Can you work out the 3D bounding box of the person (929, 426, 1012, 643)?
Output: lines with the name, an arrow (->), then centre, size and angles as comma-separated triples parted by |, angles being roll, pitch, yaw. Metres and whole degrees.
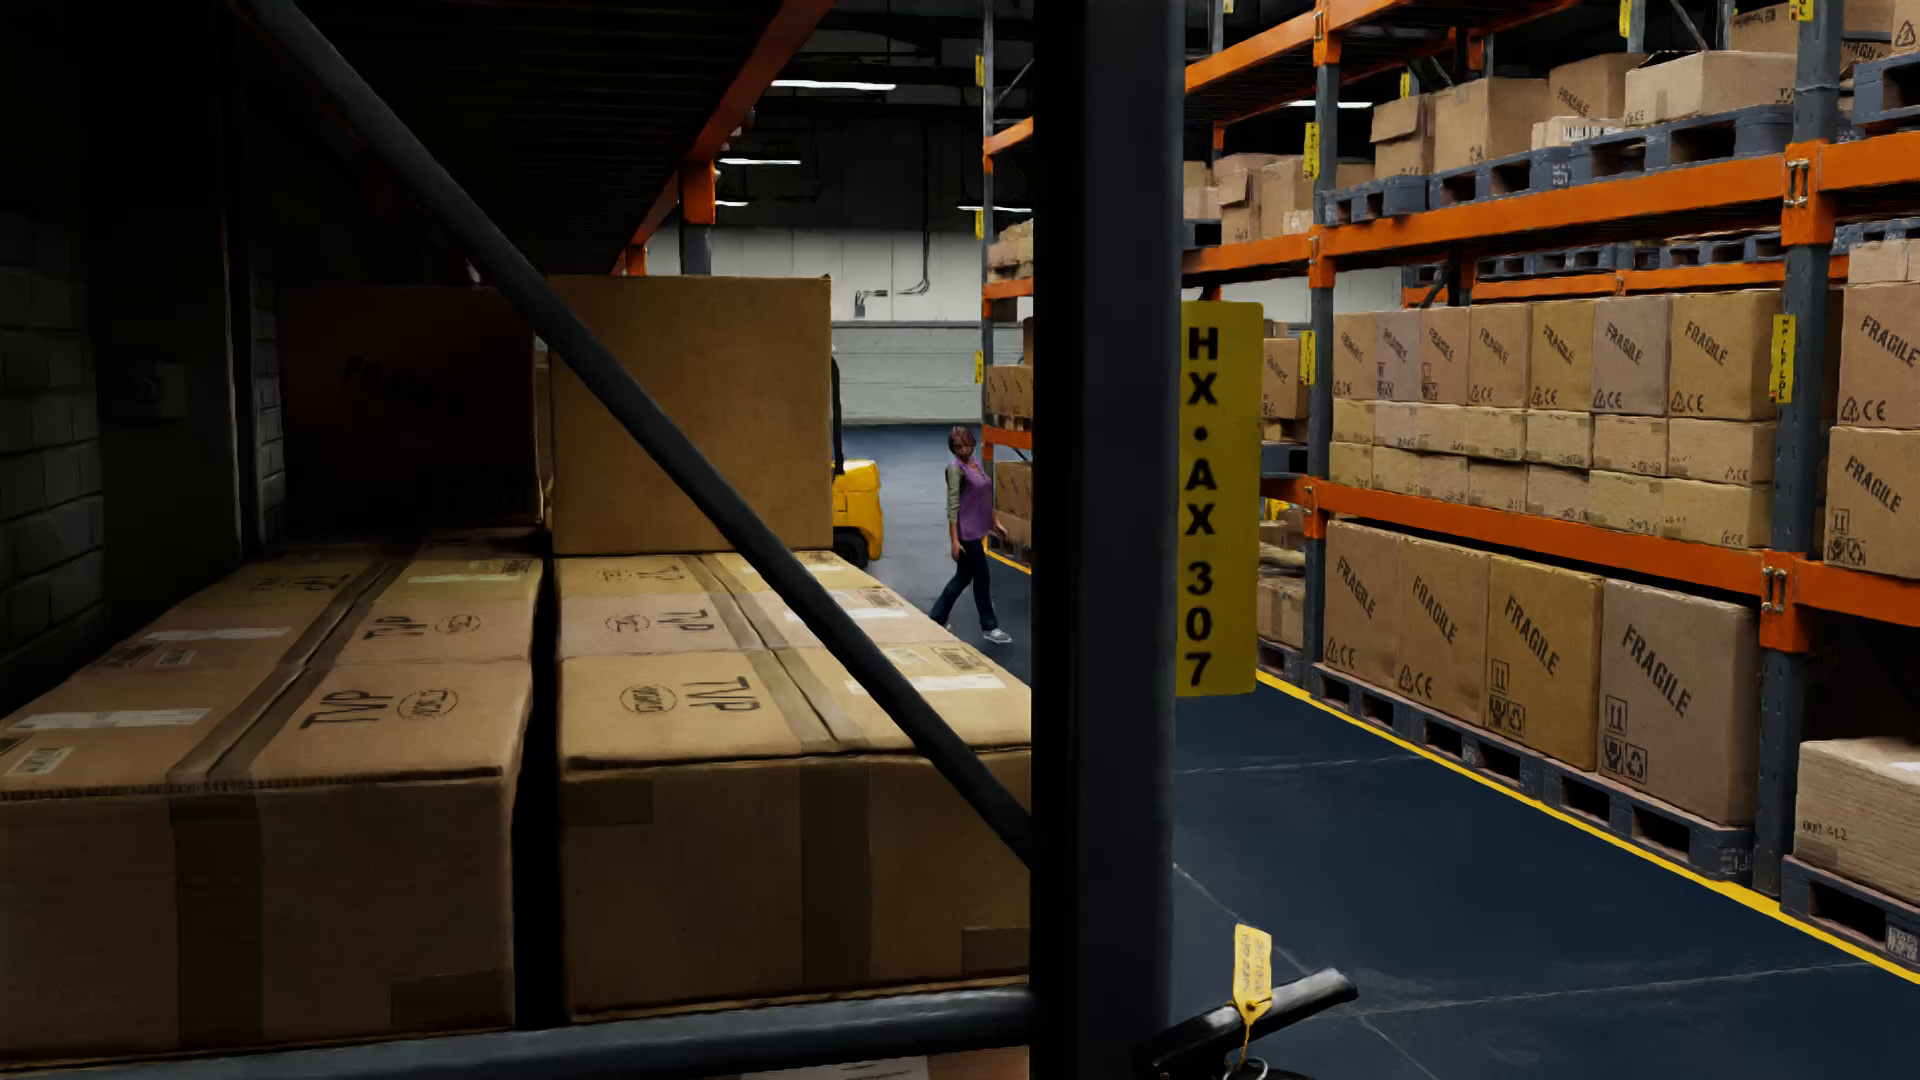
person -> 0.062, -0.032, 11.807 | 0.613, 1.559, 0.467 | 1, 6, 10
